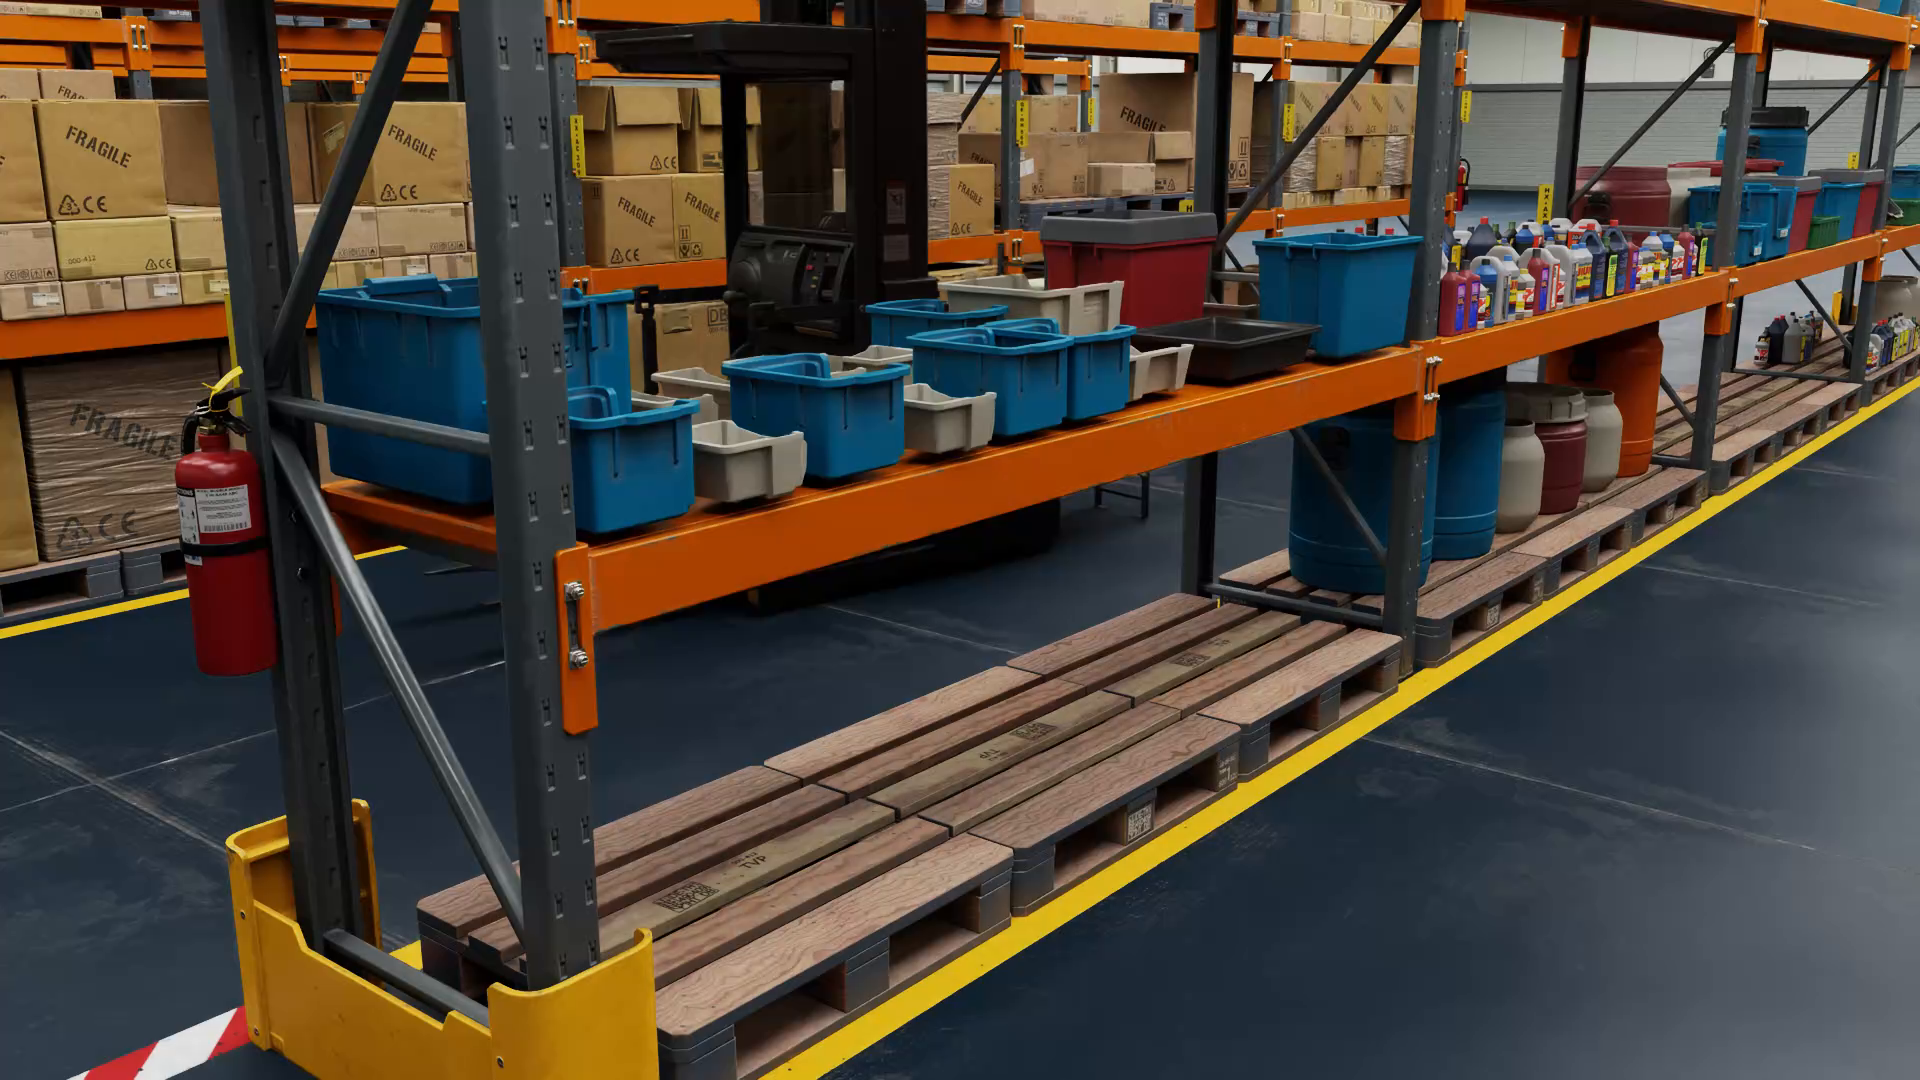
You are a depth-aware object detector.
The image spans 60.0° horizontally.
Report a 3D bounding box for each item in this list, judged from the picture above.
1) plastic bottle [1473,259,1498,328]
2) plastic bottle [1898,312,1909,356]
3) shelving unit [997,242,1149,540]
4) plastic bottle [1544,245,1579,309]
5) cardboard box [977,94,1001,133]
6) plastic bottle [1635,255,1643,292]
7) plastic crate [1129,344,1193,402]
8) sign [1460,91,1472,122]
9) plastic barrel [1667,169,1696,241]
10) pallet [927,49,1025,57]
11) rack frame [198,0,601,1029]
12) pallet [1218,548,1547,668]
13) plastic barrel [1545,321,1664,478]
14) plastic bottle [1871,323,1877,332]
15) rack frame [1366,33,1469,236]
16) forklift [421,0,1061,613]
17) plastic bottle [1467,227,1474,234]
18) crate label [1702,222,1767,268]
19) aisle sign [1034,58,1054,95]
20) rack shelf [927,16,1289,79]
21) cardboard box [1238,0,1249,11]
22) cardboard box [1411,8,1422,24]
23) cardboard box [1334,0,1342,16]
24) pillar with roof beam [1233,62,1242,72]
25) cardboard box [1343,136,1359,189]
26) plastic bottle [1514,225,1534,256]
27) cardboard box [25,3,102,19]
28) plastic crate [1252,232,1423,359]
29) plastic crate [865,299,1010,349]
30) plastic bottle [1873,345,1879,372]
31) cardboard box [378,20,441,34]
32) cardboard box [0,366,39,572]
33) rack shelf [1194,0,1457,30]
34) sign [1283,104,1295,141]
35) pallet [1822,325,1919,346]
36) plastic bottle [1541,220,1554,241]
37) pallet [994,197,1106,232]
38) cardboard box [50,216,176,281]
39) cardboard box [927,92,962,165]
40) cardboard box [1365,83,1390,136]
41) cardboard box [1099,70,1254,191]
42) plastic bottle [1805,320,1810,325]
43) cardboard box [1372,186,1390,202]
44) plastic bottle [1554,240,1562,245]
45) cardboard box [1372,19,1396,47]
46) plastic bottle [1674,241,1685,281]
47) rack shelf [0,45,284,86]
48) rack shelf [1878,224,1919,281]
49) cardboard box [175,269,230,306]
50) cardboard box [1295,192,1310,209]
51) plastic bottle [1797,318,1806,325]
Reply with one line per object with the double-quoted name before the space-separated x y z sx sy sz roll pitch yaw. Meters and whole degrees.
"plastic bottle" 2.119 -1.000 6.730 0.097 0.271 0.097 0 14 0
"plastic bottle" 7.714 -1.694 13.687 0.144 0.351 0.185 12 19 40
"shelving unit" 0.610 -0.823 8.818 0.755 1.500 0.431 -11 18 -38
"plastic bottle" 2.668 -1.181 7.431 0.152 0.276 0.135 11 18 38
"cardboard box" 0.022 -5.044 19.890 0.875 0.550 0.500 11 18 38
"plastic bottle" 3.285 -1.322 8.137 0.097 0.201 0.097 0 14 0
"plastic crate" 0.493 -0.511 4.955 0.293 0.136 0.466 11 18 38
"sign" 5.462 -4.679 17.954 0.100 0.325 0.005 11 18 38
"plastic barrel" 4.348 -2.040 10.333 0.421 0.512 0.421 0 14 0
"pallet" 0.024 -5.873 19.739 1.003 0.211 1.213 11 18 38
"rack frame" -1.161 -0.223 3.410 1.000 3.000 0.127 11 18 38
"pallet" 1.871 0.221 7.325 1.003 0.211 1.213 11 18 38
"plastic barrel" 3.573 -0.811 9.277 0.600 0.830 0.708 11 18 38
"plastic bottle" 7.466 -1.641 13.628 0.152 0.276 0.135 11 18 38
"rack frame" 5.043 -4.054 18.489 1.000 3.000 0.127 11 18 38
"forklift" -0.952 -1.243 7.564 3.031 2.935 1.130 -11 18 -38
"plastic bottle" 2.582 -1.452 8.483 0.061 0.283 0.133 11 18 38
"crate label" 4.424 -1.697 9.551 0.303 0.233 0.416 11 18 38
"aisle sign" 1.060 -6.161 21.503 0.394 0.787 0.004 11 18 38
"rack shelf" 1.272 -4.010 13.685 1.077 0.370 4.000 11 18 38
"cardboard box" 2.157 -4.921 14.746 0.797 0.503 0.637 10 17 35
"cardboard box" 4.631 -5.374 17.088 0.380 0.149 0.250 11 18 38
"cardboard box" 3.395 -5.041 15.776 0.380 0.149 0.250 12 19 39
"pillar with roof beam" 10.766 -13.199 42.302 9.100 9.000 0.400 11 18 38
"cardboard box" 3.438 -3.759 16.520 0.875 0.500 0.500 11 18 38
"plastic bottle" 3.006 -1.544 8.871 0.097 0.271 0.097 0 14 0
"cardboard box" -6.392 -3.788 11.655 0.500 0.250 0.500 12 18 39
"plastic crate" 1.325 -0.869 5.861 0.392 0.384 0.575 11 18 38
"plastic crate" -0.069 -0.604 5.128 0.416 0.233 0.300 11 18 38
"plastic bottle" 7.051 -1.411 12.873 0.097 0.201 0.097 0 14 0
"cardboard box" -4.562 -4.470 13.830 0.500 0.500 0.500 11 18 38
"cardboard box" -4.673 -0.299 7.169 0.875 0.875 0.875 11 18 38
"rack shelf" 0.096 -1.712 4.637 1.077 0.370 4.000 11 18 38
"sign" 2.963 -3.764 14.996 0.100 0.325 0.005 11 18 38
"pallet" 8.370 -1.759 15.120 1.003 0.211 1.213 11 18 38
"plastic bottle" 3.250 -1.642 9.257 0.097 0.271 0.097 0 14 0
"pallet" 0.380 -2.582 13.084 1.213 0.211 1.003 11 18 38
"cardboard box" -3.861 -1.308 7.379 0.500 0.250 0.500 11 18 36
"cardboard box" -0.457 -2.919 11.781 0.797 0.503 0.637 12 19 39
"cardboard box" 3.943 -4.301 16.624 0.500 0.500 0.500 11 18 38
"cardboard box" 1.921 -3.652 14.834 1.000 1.000 1.000 11 18 38
"plastic bottle" 6.982 -1.674 13.743 0.061 0.283 0.133 11 18 38
"cardboard box" 4.163 -3.542 16.985 0.380 0.149 0.250 11 18 38
"plastic bottle" 2.773 -1.256 7.737 0.097 0.271 0.097 0 14 0
"cardboard box" 3.985 -5.013 16.478 0.500 0.250 0.500 11 18 37
"plastic bottle" 3.713 -1.452 8.651 0.097 0.201 0.097 0 14 0
"rack shelf" -8.950 -4.778 16.707 1.077 0.370 4.000 11 18 38
"rack shelf" 7.639 -2.556 14.053 1.077 0.370 4.000 11 18 38
"cardboard box" -3.568 -1.180 7.685 0.380 0.149 0.250 11 18 36
"cardboard box" 3.065 -3.207 15.664 0.380 0.149 0.250 11 18 38
"plastic bottle" 6.991 -1.712 13.907 0.152 0.276 0.135 12 18 39
